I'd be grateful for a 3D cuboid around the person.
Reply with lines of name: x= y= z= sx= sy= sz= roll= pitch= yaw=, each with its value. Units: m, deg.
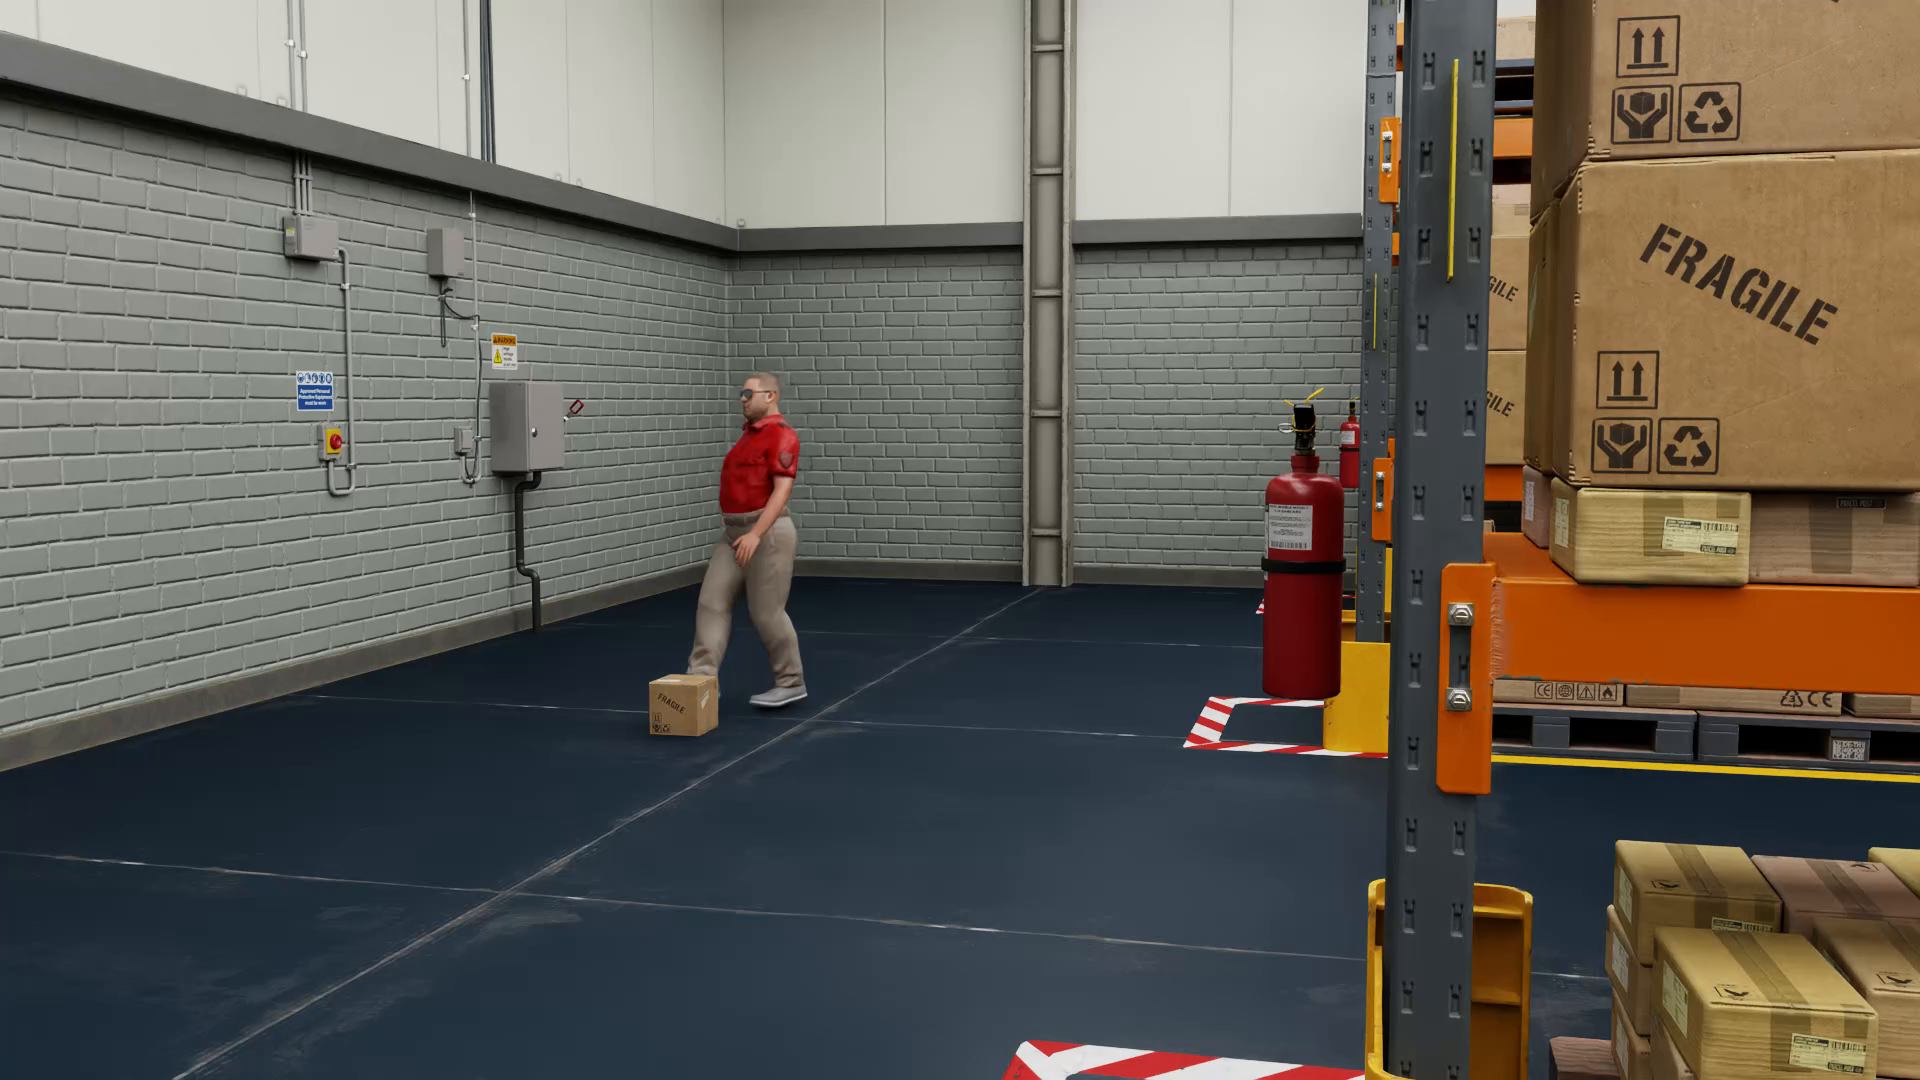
person: x=-1.144 y=0.011 z=8.403 sx=0.779 sy=1.702 sz=0.594 roll=-4 pitch=6 yaw=-38
